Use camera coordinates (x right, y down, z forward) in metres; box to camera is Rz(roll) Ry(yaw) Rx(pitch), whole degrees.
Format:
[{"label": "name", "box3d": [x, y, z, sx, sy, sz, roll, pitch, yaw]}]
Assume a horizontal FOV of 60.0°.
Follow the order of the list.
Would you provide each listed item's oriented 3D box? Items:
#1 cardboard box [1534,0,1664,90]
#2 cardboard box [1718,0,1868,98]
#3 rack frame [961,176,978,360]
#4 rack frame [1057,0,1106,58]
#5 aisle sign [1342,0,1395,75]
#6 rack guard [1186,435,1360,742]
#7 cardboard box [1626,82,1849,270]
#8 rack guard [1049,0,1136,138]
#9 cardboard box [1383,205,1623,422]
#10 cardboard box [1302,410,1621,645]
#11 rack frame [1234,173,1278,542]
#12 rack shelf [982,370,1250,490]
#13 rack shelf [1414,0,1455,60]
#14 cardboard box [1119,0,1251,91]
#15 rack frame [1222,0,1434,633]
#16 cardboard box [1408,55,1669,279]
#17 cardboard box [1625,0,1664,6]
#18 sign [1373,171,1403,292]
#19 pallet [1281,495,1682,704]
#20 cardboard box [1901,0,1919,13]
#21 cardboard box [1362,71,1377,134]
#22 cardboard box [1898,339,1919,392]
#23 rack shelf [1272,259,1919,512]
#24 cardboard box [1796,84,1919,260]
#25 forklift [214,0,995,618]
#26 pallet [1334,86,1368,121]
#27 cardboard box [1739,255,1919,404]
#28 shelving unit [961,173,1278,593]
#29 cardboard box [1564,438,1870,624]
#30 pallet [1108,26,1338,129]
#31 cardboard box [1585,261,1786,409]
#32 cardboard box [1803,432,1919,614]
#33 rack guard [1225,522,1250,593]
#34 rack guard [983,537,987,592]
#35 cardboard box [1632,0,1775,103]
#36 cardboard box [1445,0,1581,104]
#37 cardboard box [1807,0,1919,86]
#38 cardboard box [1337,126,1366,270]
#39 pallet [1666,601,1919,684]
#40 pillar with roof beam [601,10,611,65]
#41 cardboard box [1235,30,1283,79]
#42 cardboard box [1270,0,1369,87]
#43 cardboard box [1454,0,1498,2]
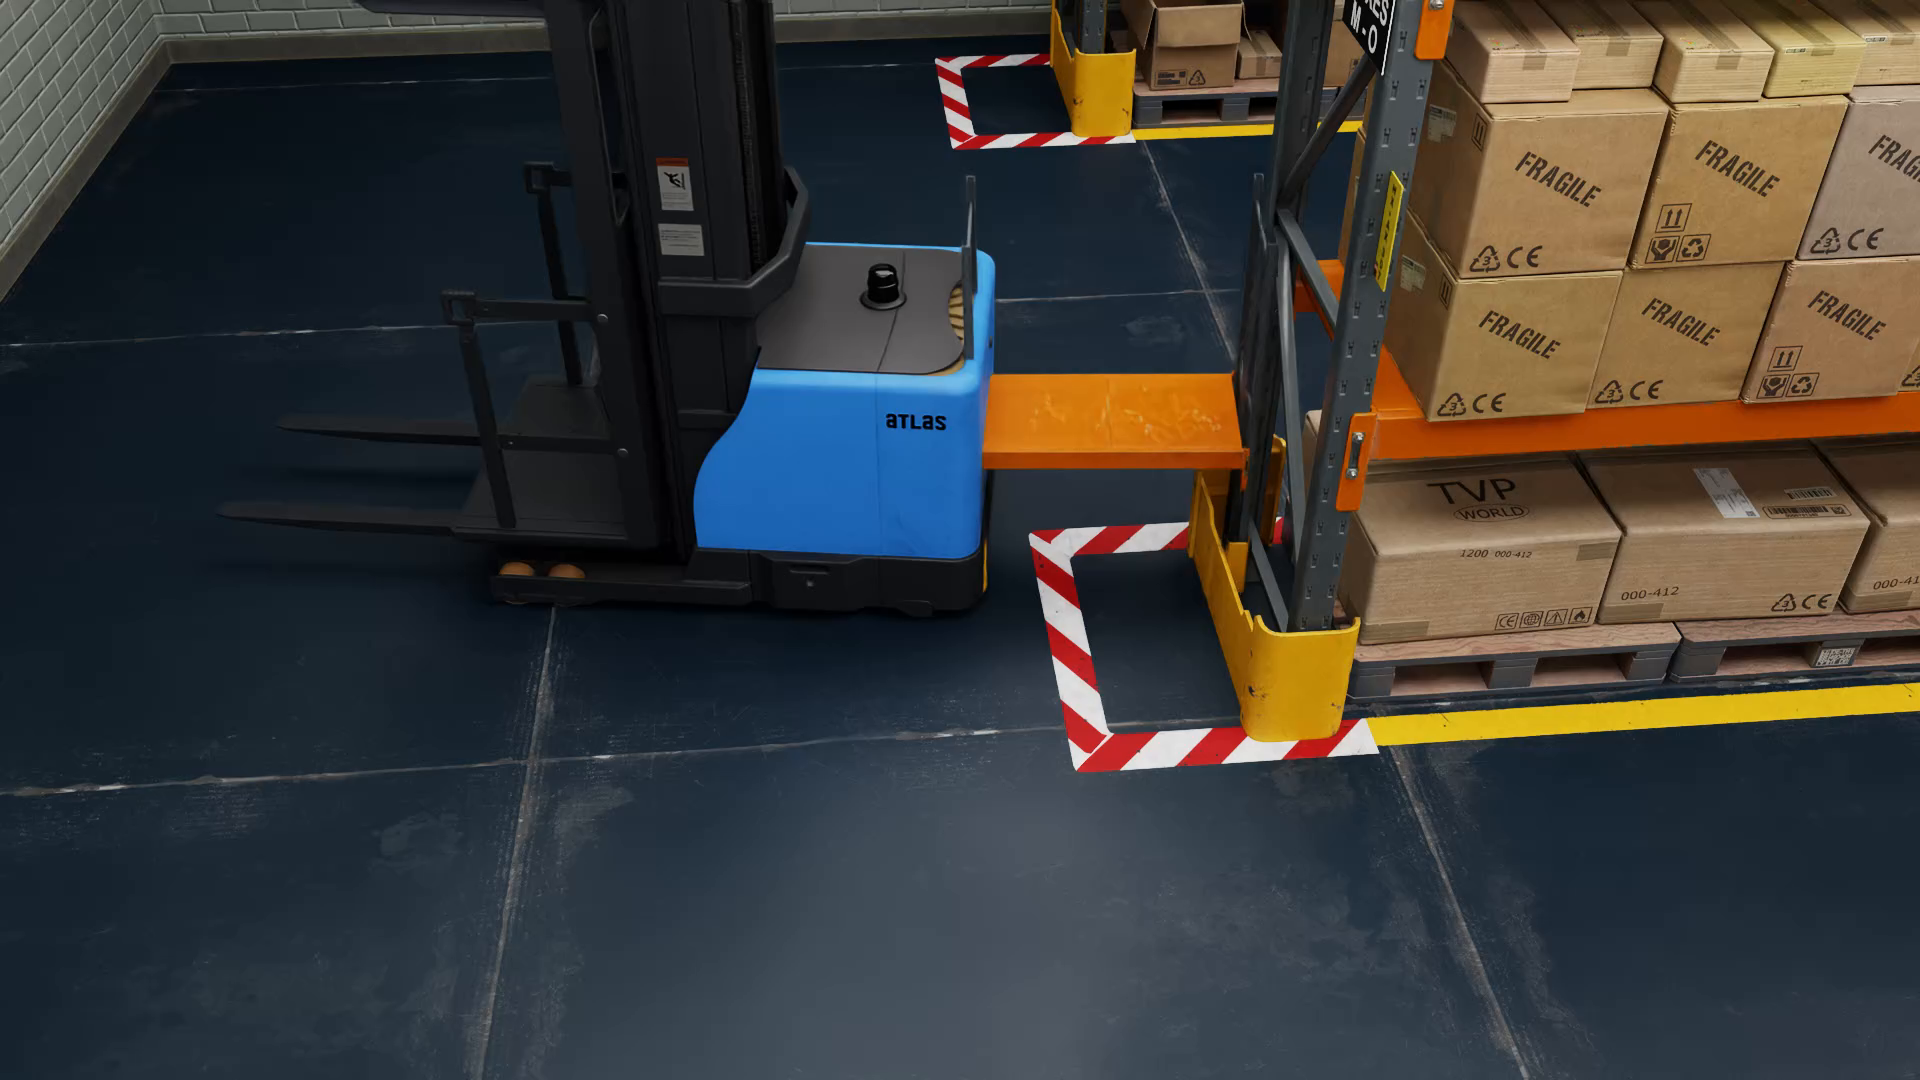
[{"label": "cardboard box", "box3d": [1.788, -1.427, 4.726, 0.250, 0.149, 0.380, -2, 38, -3]}, {"label": "cardboard box", "box3d": [2.318, -1.396, 4.687, 0.250, 0.149, 0.380, -4, 38, -5]}, {"label": "rack frame", "box3d": [0.050, -0.560, 6.203, 0.032, 1.500, 0.500, 0, 40, 3]}, {"label": "rack frame", "box3d": [0.712, -3.896, 9.267, 0.127, 3.000, 1.000, -3, 38, -4]}, {"label": "aisle sign", "box3d": [1.110, -1.672, 4.348, 0.004, 0.787, 0.394, -3, 38, -4]}, {"label": "rack guard", "box3d": [1.132, 0.149, 6.158, 0.348, 0.500, 1.175, -3, 38, -4]}, {"label": "cardboard box", "box3d": [2.173, -1.149, 4.897, 0.500, 0.500, 0.500, -4, 38, -5]}, {"label": "rack guard", "box3d": [0.788, -2.919, 10.046, 0.348, 0.500, 1.175, -3, 38, -4]}, {"label": "cardboard box", "box3d": [1.659, -0.722, 5.163, 0.500, 0.500, 0.500, -3, 38, -4]}, {"label": "cardboard box", "box3d": [1.804, -0.091, 6.173, 0.875, 0.438, 0.875, -4, 38, -6]}, {"label": "rack frame", "box3d": [1.065, -0.558, 6.156, 0.032, 1.500, 0.500, 0, 40, 3]}, {"label": "rack shelf", "box3d": [0.563, -0.421, 6.294, 1.000, 0.185, 0.538, 0, 40, 3]}, {"label": "rack shelf", "box3d": [3.148, -1.839, 4.818, 4.000, 0.370, 1.077, -3, 38, -4]}, {"label": "cardboard box", "box3d": [1.330, -3.056, 9.878, 0.637, 0.503, 0.797, -5, 39, -6]}, {"label": "rack frame", "box3d": [1.156, -0.834, 5.385, 0.127, 3.000, 1.000, -3, 38, -4]}, {"label": "cardboard box", "box3d": [1.659, -1.116, 4.855, 0.500, 0.500, 0.500, -4, 38, -5]}, {"label": "cardboard box", "box3d": [1.996, -1.759, 5.146, 0.250, 0.149, 0.380, -3, 38, -4]}, {"label": "sign", "box3d": [1.199, -0.862, 4.658, 0.005, 0.325, 0.100, -3, 38, -4]}, {"label": "pallet", "box3d": [1.945, 0.169, 6.366, 1.213, 0.211, 1.003, -3, 38, -4]}, {"label": "cardboard box", "box3d": [2.827, -1.431, 4.731, 0.250, 0.149, 0.380, -3, 38, -4]}, {"label": "cardboard box", "box3d": [1.615, -1.439, 5.264, 0.500, 0.500, 0.500, -2, 38, -2]}, {"label": "cardboard box", "box3d": [3.166, -0.822, 5.289, 0.500, 0.500, 0.500, -2, 38, -2]}, {"label": "rack shelf", "box3d": [3.148, -0.661, 5.747, 4.000, 0.370, 1.077, -3, 38, -4]}, {"label": "cardboard box", "box3d": [2.685, -1.182, 4.939, 0.500, 0.500, 0.500, -3, 38, -4]}, {"label": "forklift", "box3d": [-1.393, -1.216, 5.924, 3.031, 2.935, 1.130, 3, 38, 3]}, {"label": "pallet", "box3d": [2.794, -2.915, 10.274, 1.213, 0.211, 1.003, -3, 38, -4]}, {"label": "cardboard box", "box3d": [2.669, -0.784, 5.242, 0.500, 0.500, 0.500, -3, 38, -4]}, {"label": "shelving unit", "box3d": [0.549, -0.559, 6.180, 1.083, 1.500, 0.587, 0, 40, 3]}, {"label": "cardboard box", "box3d": [2.715, -0.146, 6.243, 0.875, 0.438, 0.875, -2, 38, -3]}, {"label": "pallet", "box3d": [1.582, -2.850, 10.192, 1.213, 0.211, 1.003, -3, 38, -4]}, {"label": "cardboard box", "box3d": [2.161, -0.767, 5.220, 0.500, 0.500, 0.500, -4, 38, -5]}, {"label": "cardboard box", "box3d": [3.613, -0.195, 6.305, 0.875, 0.438, 0.875, -4, 38, -5]}, {"label": "rack guard", "box3d": [1.064, -0.078, 6.557, 0.087, 0.250, 0.587, 0, 40, 3]}, {"label": "rack guard", "box3d": [0.069, -0.080, 6.603, 0.087, 0.250, 0.587, 0, 40, 3]}, {"label": "cardboard box", "box3d": [2.058, -1.371, 4.654, 0.250, 0.149, 0.380, -2, 38, -3]}, {"label": "cardboard box", "box3d": [1.534, -1.369, 4.652, 0.250, 0.149, 0.380, -2, 38, -3]}, {"label": "cardboard box", "box3d": [2.575, -1.443, 4.746, 0.250, 0.149, 0.380, -3, 38, -4]}, {"label": "cardboard box", "box3d": [1.613, -1.063, 5.595, 0.500, 0.500, 0.500, -3, 38, -4]}, {"label": "pallet", "box3d": [3.157, 0.104, 6.448, 1.213, 0.211, 1.003, -3, 38, -4]}, {"label": "pillar with roof beam", "box3d": [-1.672, -4.004, 4.559, 0.400, 9.000, 9.100, -3, 38, -4]}, {"label": "cardboard box", "box3d": [1.756, -2.916, 9.987, 0.250, 0.149, 0.380, -5, 39, -6]}, {"label": "cardboard box", "box3d": [2.185, -3.078, 9.908, 0.500, 0.500, 0.700, -2, 38, -2]}, {"label": "cardboard box", "box3d": [1.495, -1.664, 5.025, 0.250, 0.149, 0.380, -3, 38, -3]}]
